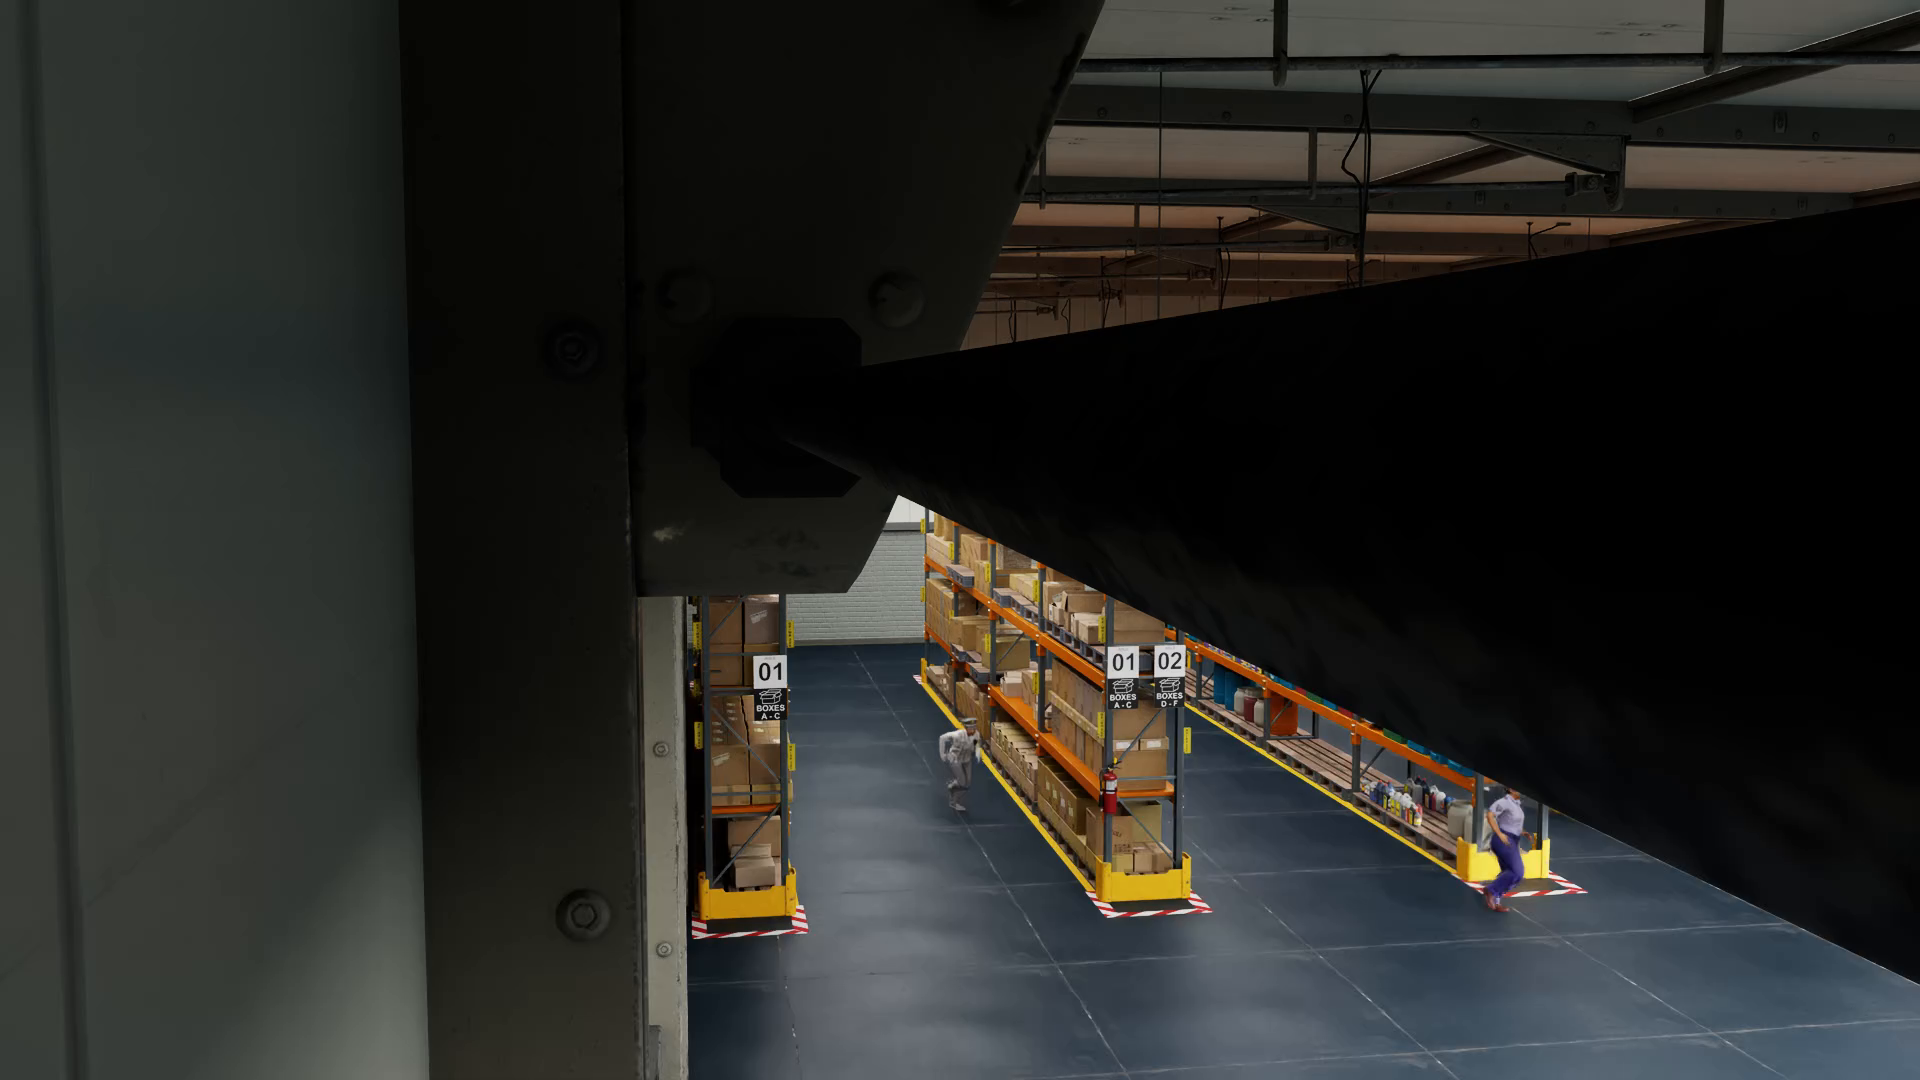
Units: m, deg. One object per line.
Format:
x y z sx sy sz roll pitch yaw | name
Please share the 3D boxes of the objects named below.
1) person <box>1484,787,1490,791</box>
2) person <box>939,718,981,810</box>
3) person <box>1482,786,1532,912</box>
8.398 3.138 26.877 0.711 1.724 0.873 -2 5 -23 | person
0.010 3.391 25.082 0.641 1.491 0.748 -3 6 -29 | person
6.745 3.741 20.429 0.519 1.600 0.671 3 6 28 | person
